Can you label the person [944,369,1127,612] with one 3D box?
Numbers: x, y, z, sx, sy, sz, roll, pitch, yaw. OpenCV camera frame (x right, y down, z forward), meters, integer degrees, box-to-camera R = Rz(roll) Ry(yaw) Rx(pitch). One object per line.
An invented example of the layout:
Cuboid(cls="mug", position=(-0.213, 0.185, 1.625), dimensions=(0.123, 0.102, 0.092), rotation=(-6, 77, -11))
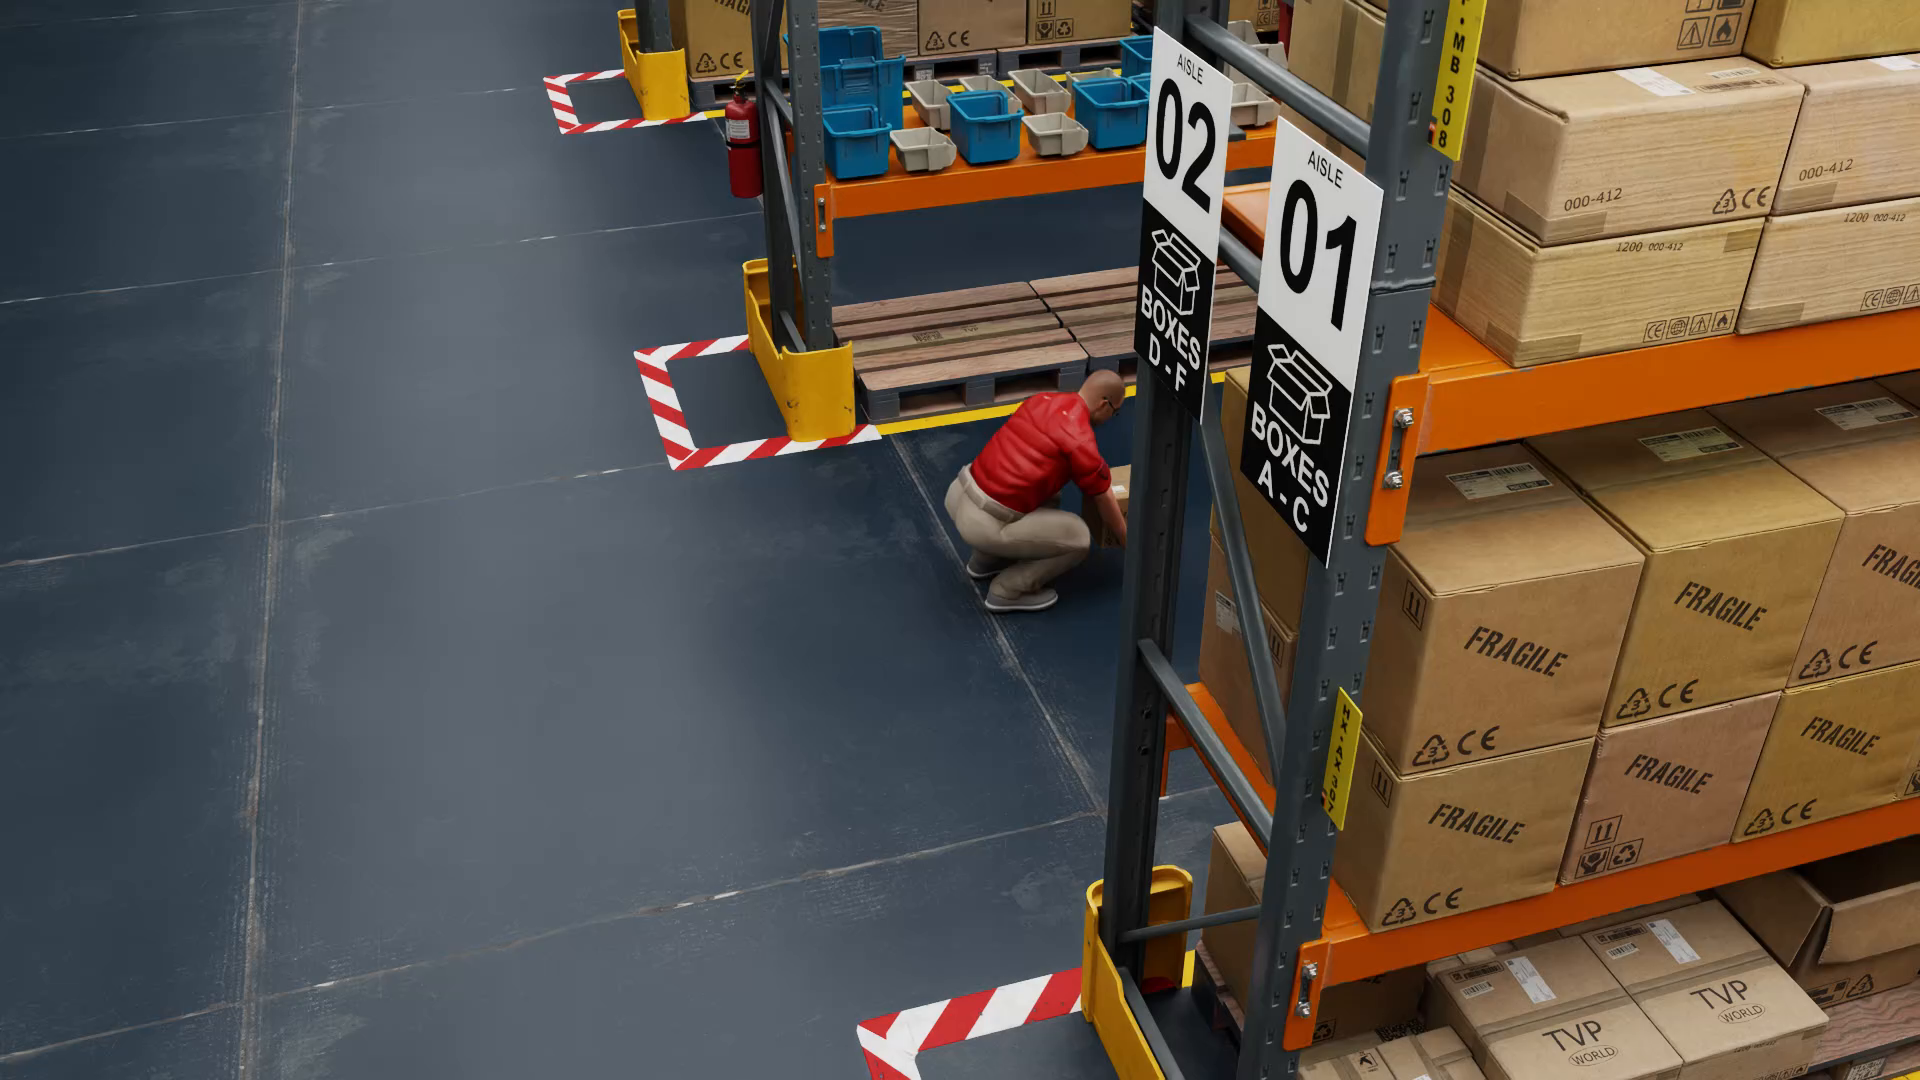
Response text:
Cuboid(cls="person", position=(0.374, -0.227, 7.181), dimensions=(0.886, 0.987, 0.539), rotation=(-11, 35, -15))
